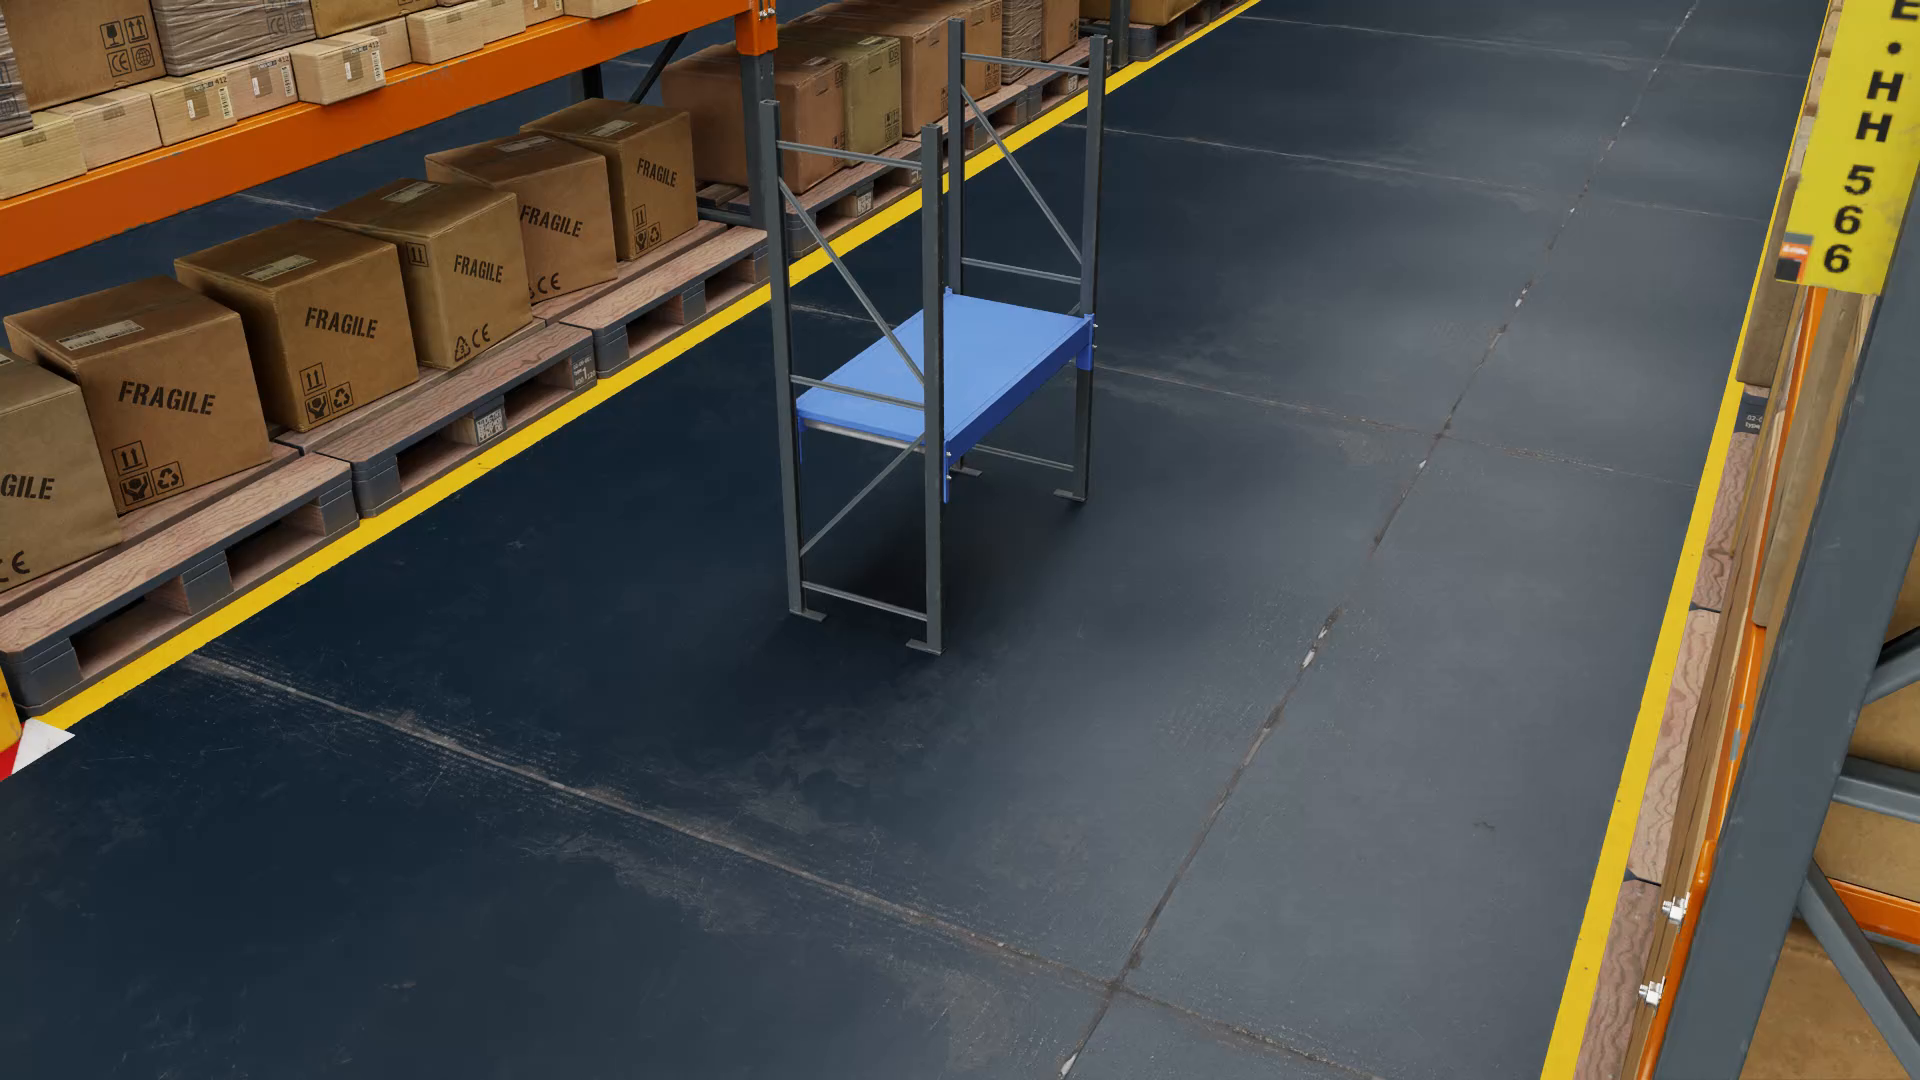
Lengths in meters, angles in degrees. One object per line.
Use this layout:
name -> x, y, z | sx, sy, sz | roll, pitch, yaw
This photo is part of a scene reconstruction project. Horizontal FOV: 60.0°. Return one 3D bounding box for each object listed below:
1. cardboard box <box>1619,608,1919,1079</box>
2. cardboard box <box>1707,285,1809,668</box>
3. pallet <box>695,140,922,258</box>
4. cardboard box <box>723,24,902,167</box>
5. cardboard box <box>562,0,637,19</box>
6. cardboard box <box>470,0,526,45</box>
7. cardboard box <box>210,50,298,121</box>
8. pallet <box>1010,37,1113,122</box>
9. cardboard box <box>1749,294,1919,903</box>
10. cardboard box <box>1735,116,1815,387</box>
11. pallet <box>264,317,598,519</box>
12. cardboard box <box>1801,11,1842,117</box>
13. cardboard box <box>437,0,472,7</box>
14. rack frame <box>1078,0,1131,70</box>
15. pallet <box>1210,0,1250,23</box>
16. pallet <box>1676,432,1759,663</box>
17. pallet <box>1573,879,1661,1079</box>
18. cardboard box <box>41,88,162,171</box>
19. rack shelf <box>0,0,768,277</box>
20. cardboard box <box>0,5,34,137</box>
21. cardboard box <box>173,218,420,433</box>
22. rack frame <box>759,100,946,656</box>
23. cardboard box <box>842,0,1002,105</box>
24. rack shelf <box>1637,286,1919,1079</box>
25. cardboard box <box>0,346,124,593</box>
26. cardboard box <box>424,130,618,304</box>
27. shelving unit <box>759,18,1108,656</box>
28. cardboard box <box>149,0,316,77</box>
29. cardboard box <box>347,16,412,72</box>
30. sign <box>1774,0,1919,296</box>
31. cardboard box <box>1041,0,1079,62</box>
cardboard box -> 1.554, 0.777, 2.597 | 0.875, 0.875, 0.875 | 14, 33, 24
cardboard box -> 2.370, -0.017, 3.980 | 0.875, 0.875, 0.875 | 15, 33, 24
pallet -> -0.890, -1.726, 8.044 | 1.003, 0.211, 1.213 | 14, 33, 23
cardboard box -> -0.710, -2.171, 8.087 | 0.700, 0.500, 0.500 | 14, 33, 23
cardboard box -> -1.384, -1.977, 5.933 | 0.380, 0.149, 0.250 | 14, 33, 23
cardboard box -> -1.693, -1.776, 5.583 | 0.380, 0.149, 0.250 | 14, 33, 23
cardboard box -> -2.160, -1.336, 4.816 | 0.380, 0.149, 0.250 | 14, 33, 23
pallet -> 0.222, -2.808, 9.928 | 1.003, 0.211, 1.213 | 14, 33, 23
cardboard box -> 1.433, 0.113, 1.890 | 0.875, 0.550, 0.550 | 14, 33, 23
cardboard box -> 3.329, -0.922, 5.681 | 1.050, 0.750, 0.750 | 14, 33, 23
pallet -> -2.072, -0.532, 5.965 | 1.003, 0.211, 1.213 | 14, 33, 23
cardboard box -> 4.196, -1.762, 7.144 | 1.050, 0.750, 0.750 | 15, 33, 24
cardboard box -> -1.900, -2.119, 5.528 | 0.875, 0.500, 0.500 | 14, 33, 23
rack frame -> 0.579, -4.363, 9.836 | 1.000, 3.000, 0.127 | 14, 33, 23
pallet -> 1.562, -4.025, 12.048 | 1.003, 0.211, 1.213 | 14, 33, 23
pallet -> 2.710, 0.109, 4.849 | 1.003, 0.211, 1.213 | 14, 33, 23
pallet -> 1.599, 1.190, 2.965 | 1.003, 0.211, 1.213 | 14, 33, 23
cardboard box -> -2.370, -1.110, 4.422 | 0.380, 0.149, 0.250 | 14, 33, 23
rack shelf -> -2.154, -1.391, 5.383 | 1.077, 0.370, 4.000 | 14, 33, 23
cardboard box -> -2.790, -1.227, 3.975 | 0.875, 0.500, 0.500 | 14, 33, 23
cardboard box -> -2.222, -0.734, 5.604 | 0.500, 0.500, 0.500 | 18, 34, 28
rack frame -> -0.270, -0.387, 4.418 | 0.500, 1.500, 0.032 | 14, 33, 23
cardboard box -> -0.202, -2.667, 8.950 | 0.700, 0.500, 0.500 | 17, 34, 27
rack shelf -> 2.215, -0.221, 3.346 | 1.077, 0.370, 4.000 | 14, 33, 23
cardboard box -> -2.766, -0.188, 4.654 | 0.500, 0.500, 0.500 | 21, 36, 32
cardboard box -> -1.715, -1.264, 6.528 | 0.500, 0.500, 0.500 | -26, 39, -37
shelving unit -> -0.039, -0.613, 4.811 | 0.538, 1.500, 1.048 | 14, 33, 23
cardboard box -> -2.403, -1.687, 4.777 | 0.875, 0.500, 0.500 | 14, 33, 23
cardboard box -> -1.958, -1.564, 5.214 | 0.380, 0.149, 0.250 | 14, 33, 23
sign -> 0.827, -0.381, 1.501 | 0.100, 0.325, 0.005 | 14, 33, 23
cardboard box -> 0.292, -3.169, 9.824 | 0.700, 0.500, 0.500 | 13, 32, 21
